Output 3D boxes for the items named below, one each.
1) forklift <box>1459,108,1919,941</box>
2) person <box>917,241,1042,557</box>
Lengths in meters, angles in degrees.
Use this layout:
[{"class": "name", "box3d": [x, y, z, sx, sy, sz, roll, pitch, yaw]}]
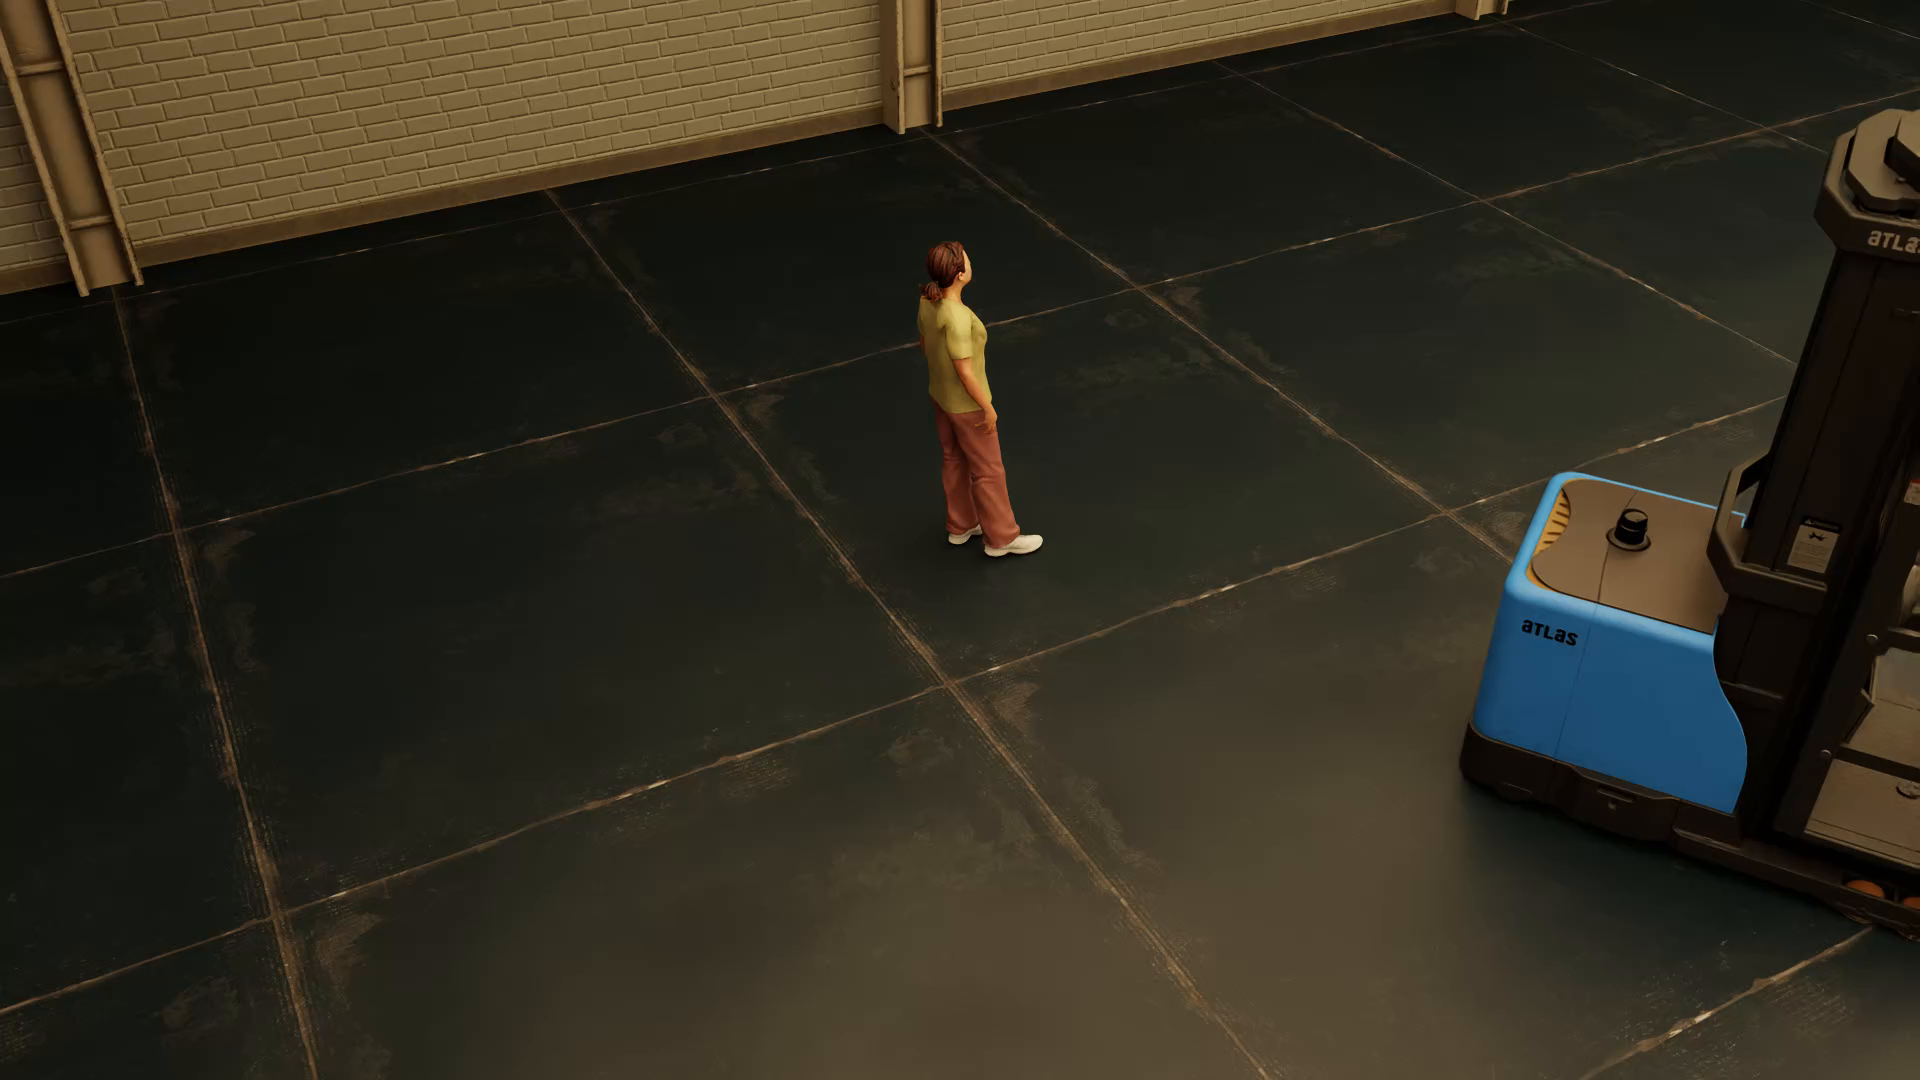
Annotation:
[{"class": "forklift", "box3d": [3.698, 0.006, 6.115, 3.031, 2.935, 1.130, 17, 39, 22]}, {"class": "person", "box3d": [0.070, -0.704, 8.194, 0.549, 1.675, 0.553, -17, 39, -23]}]
